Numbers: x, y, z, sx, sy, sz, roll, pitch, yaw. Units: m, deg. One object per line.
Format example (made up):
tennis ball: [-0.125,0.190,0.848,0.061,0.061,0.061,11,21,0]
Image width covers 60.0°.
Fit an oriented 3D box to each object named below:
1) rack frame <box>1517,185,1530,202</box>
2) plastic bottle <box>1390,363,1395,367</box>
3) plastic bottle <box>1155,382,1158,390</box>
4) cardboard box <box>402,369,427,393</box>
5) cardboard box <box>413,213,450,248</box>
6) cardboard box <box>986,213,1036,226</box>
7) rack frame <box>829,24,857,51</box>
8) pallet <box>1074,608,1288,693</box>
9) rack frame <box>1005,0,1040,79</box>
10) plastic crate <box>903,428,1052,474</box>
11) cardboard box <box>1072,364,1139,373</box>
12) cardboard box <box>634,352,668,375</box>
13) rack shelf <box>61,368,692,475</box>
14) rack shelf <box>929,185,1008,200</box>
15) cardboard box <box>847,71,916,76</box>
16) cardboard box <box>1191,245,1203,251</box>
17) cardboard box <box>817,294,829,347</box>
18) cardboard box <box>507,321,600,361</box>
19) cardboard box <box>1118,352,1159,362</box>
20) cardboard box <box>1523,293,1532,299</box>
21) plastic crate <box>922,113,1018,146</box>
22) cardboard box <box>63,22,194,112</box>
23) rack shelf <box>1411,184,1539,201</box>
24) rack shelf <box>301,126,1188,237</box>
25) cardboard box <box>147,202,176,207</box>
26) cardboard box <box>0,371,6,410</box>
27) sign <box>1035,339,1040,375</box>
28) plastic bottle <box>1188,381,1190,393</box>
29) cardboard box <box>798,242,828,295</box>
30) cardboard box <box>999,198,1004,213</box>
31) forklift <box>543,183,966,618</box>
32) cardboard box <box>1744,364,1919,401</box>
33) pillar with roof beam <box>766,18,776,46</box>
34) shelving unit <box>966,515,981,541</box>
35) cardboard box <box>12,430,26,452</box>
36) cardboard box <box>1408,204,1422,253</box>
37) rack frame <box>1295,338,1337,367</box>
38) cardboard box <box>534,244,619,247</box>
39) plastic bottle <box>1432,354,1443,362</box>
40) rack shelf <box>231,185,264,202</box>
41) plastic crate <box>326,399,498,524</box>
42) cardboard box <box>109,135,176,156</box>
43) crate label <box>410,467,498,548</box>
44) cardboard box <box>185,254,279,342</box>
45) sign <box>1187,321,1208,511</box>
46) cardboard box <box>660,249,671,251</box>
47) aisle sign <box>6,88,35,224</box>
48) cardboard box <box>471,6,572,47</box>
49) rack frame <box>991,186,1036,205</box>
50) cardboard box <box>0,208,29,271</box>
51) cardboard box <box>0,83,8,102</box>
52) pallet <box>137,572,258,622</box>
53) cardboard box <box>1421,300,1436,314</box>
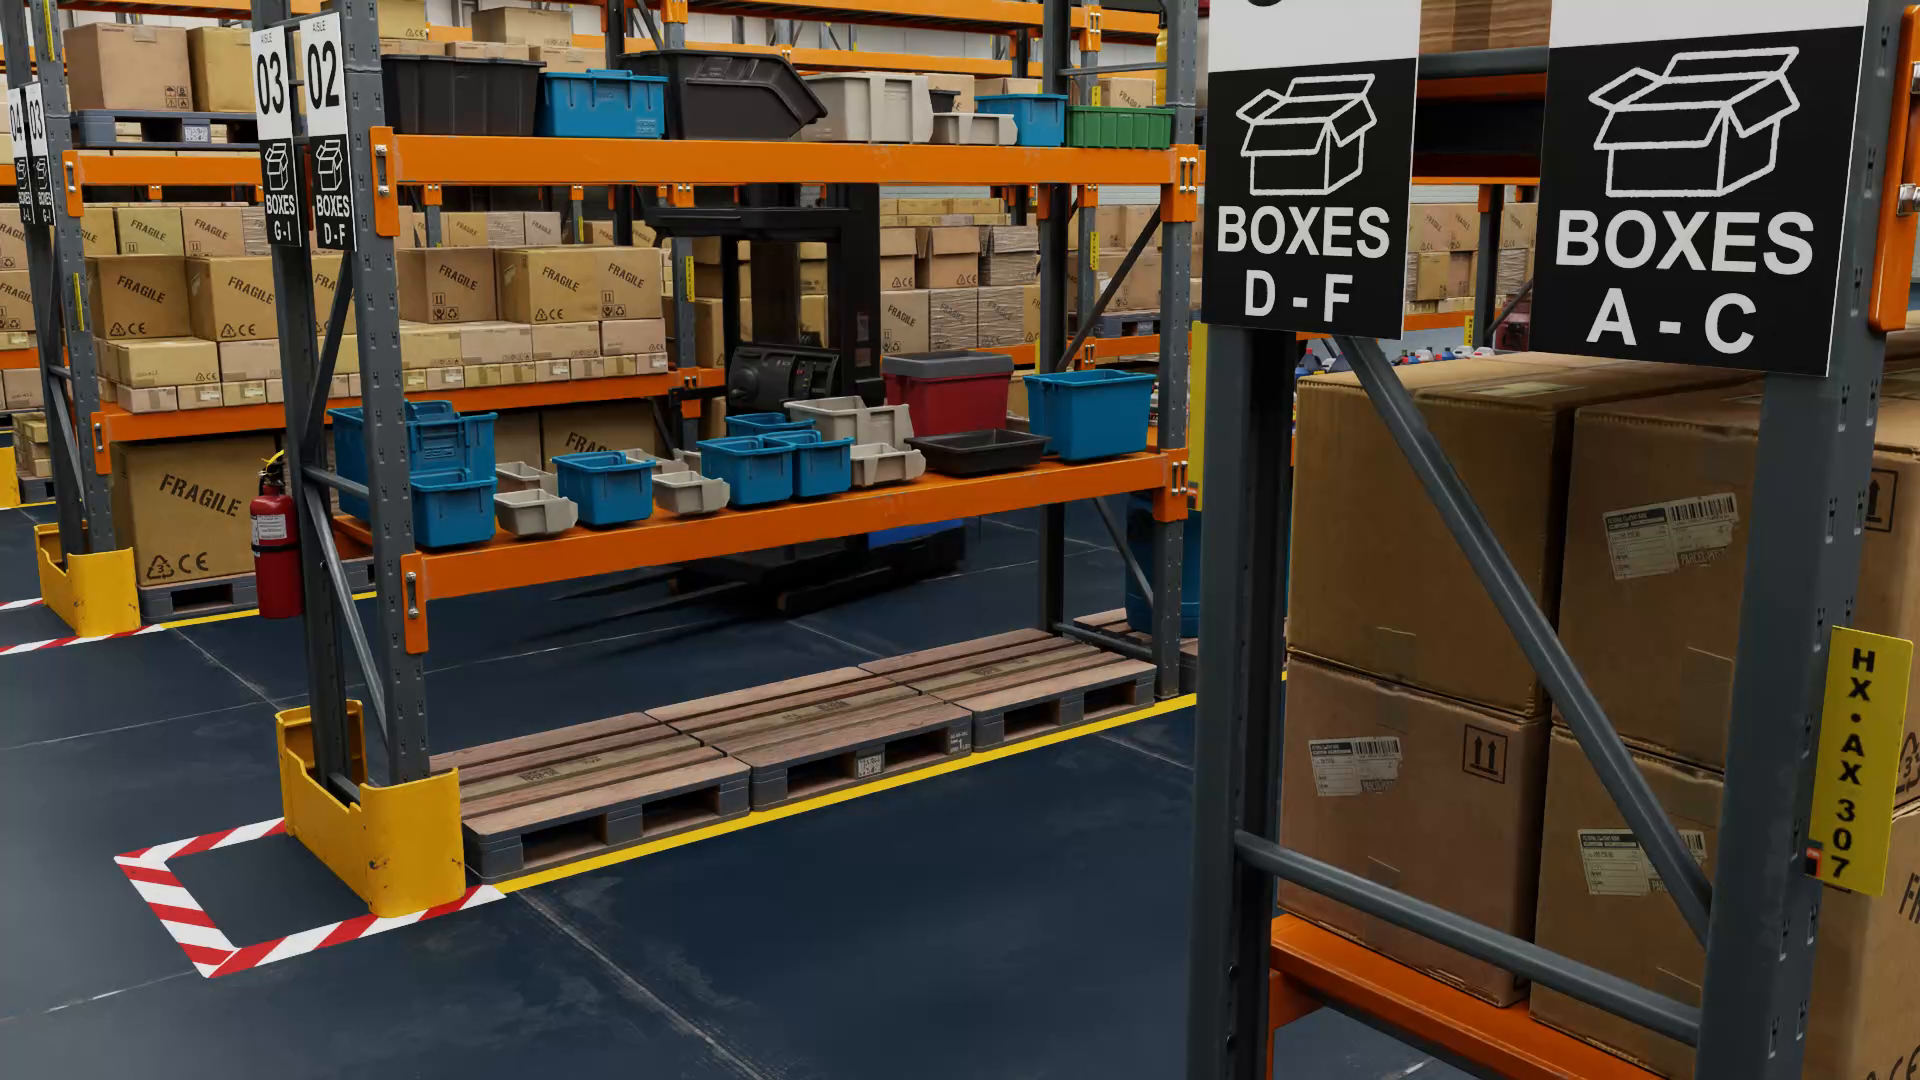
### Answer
rack frame: [7.068,-3.076,19.894,0.127,3.000,1.000,-9,15,-38]
plastic bottle: [2.802,-1.046,10.811,0.097,0.201,0.097,0,12,0]
plastic bottle: [1.183,-0.806,9.501,0.135,0.276,0.152,-9,15,-38]
cardboard box: [-3.742,-1.069,11.048,0.250,0.149,0.380,-10,16,-39]
cardboard box: [-6.797,-3.878,21.023,0.500,0.500,0.500,-10,15,-39]
cardboard box: [0.541,-3.847,20.878,0.500,0.500,0.700,-10,15,-39]
rack frame: [-2.227,-8.423,30.629,0.127,3.000,1.000,-9,15,-38]
pallet: [1.420,0.555,9.507,1.213,0.211,1.003,-9,15,-38]
rack frame: [0.925,-6.309,20.677,0.127,3.000,1.000,-9,15,-38]
plastic crate: [0.085,-0.422,7.911,0.590,0.125,0.437,-9,15,-38]
cardboard box: [1.325,-1.489,15.573,0.500,0.250,0.500,-9,15,-35]
cardboard box: [-2.336,-1.303,12.150,0.250,0.149,0.380,-9,15,-37]
rack shelf: [-3.864,-0.908,11.413,4.000,0.370,1.077,-9,15,-38]
rack shelf: [-0.637,-4.231,19.841,4.000,0.370,1.077,-9,15,-38]
cardboard box: [-0.761,-3.493,13.374,0.637,0.503,0.797,-10,15,-38]
cardboard box: [2.855,-3.784,22.868,0.550,0.550,0.875,-9,15,-38]
cardboard box: [-1.004,-1.717,13.254,0.500,0.500,0.500,-10,15,-39]
cardboard box: [-2.886,-1.424,11.757,0.500,0.250,0.500,-9,15,-36]
cardboard box: [2.161,-2.729,22.361,0.875,0.875,0.875,-9,15,-37]
cardboard box: [6.411,-2.780,19.103,0.250,0.149,0.380,-9,15,-38]
plastic crate: [0.036,-1.827,7.425,0.466,0.136,0.293,-9,15,-38]
cardboard box: [-5.053,-2.847,10.099,0.500,0.500,0.700,-11,16,-41]
rack shelf: [5.506,-3.932,18.435,4.000,0.370,1.077,-9,15,-38]
rack shelf: [-0.770,-1.572,7.318,4.000,0.370,1.077,-9,15,-38]
cardboard box: [-9.196,-3.807,19.126,0.250,0.149,0.380,-10,15,-38]
cardboard box: [-11.164,-1.661,18.388,0.875,0.438,0.875,-10,16,-40]
sign: [0.449,-0.941,9.170,0.005,0.325,0.100,-9,15,-38]
plastic bottle: [1.395,-0.840,9.484,0.185,0.351,0.144,-9,15,-38]
cardboard box: [-1.266,-2.230,13.253,0.637,0.503,0.797,-9,15,-37]
cardboard box: [0.614,-5.265,26.839,0.500,0.500,0.700,-10,16,-39]
forklift: [-1.276,-1.066,10.594,1.130,2.935,3.031,9,15,38]
cardboard box: [1.674,-0.015,2.828,0.500,0.500,0.500,-9,15,-37]
pillar with roof beam: [-0.644,-7.780,27.604,0.400,9.000,9.100,-9,15,-38]
shelving unit: [0.011,-0.589,12.513,0.189,1.200,0.258,-9,15,-38]
cardboard box: [-8.212,-0.889,14.729,0.250,0.149,0.380,-10,16,-39]
cardboard box: [4.455,-3.258,17.385,0.500,0.500,0.500,-9,15,-38]
rack frame: [3.944,-2.557,17.449,0.127,3.000,1.000,-9,15,-38]
cardboard box: [-2.836,-1.937,12.370,0.500,0.500,0.500,-9,15,-38]
plastic bottle: [2.823,-0.927,9.890,0.185,0.351,0.144,-9,15,-38]
rack shelf: [-10.055,-3.982,18.671,4.000,0.370,1.077,-9,15,-38]
plastic crate: [-2.187,-0.317,6.670,0.499,0.435,0.616,-9,15,-38]
cardboard box: [-7.127,-3.365,14.393,0.500,0.250,0.500,-10,16,-39]
crate label: [-1.933,-0.123,6.244,0.303,0.233,0.416,-9,15,-38]
cardboard box: [-4.492,-1.522,10.416,0.500,0.500,0.500,-10,16,-39]
sign: [0.429,-0.206,2.830,0.005,0.325,0.100,-9,15,-38]
cardboard box: [-3.290,-3.100,18.167,0.250,0.149,0.380,-10,16,-40]
aisle sign: [-5.670,-2.311,10.031,0.004,0.787,0.394,-9,15,-38]
cardboard box: [-3.041,-3.535,11.537,0.500,0.250,0.500,-11,16,-41]
rack frame: [0.877,-4.683,27.463,0.127,3.000,1.000,-9,15,-38]
cardboard box: [-7.929,-2.516,13.893,0.500,0.500,0.500,-10,15,-38]
cardboard box: [-7.840,-3.686,13.743,0.250,0.149,0.380,-9,15,-35]
pallet: [-4.850,0.248,10.954,1.213,0.211,1.003,-9,15,-38]
cardboard box: [4.871,-2.515,17.854,0.250,0.149,0.380,-9,15,-38]
